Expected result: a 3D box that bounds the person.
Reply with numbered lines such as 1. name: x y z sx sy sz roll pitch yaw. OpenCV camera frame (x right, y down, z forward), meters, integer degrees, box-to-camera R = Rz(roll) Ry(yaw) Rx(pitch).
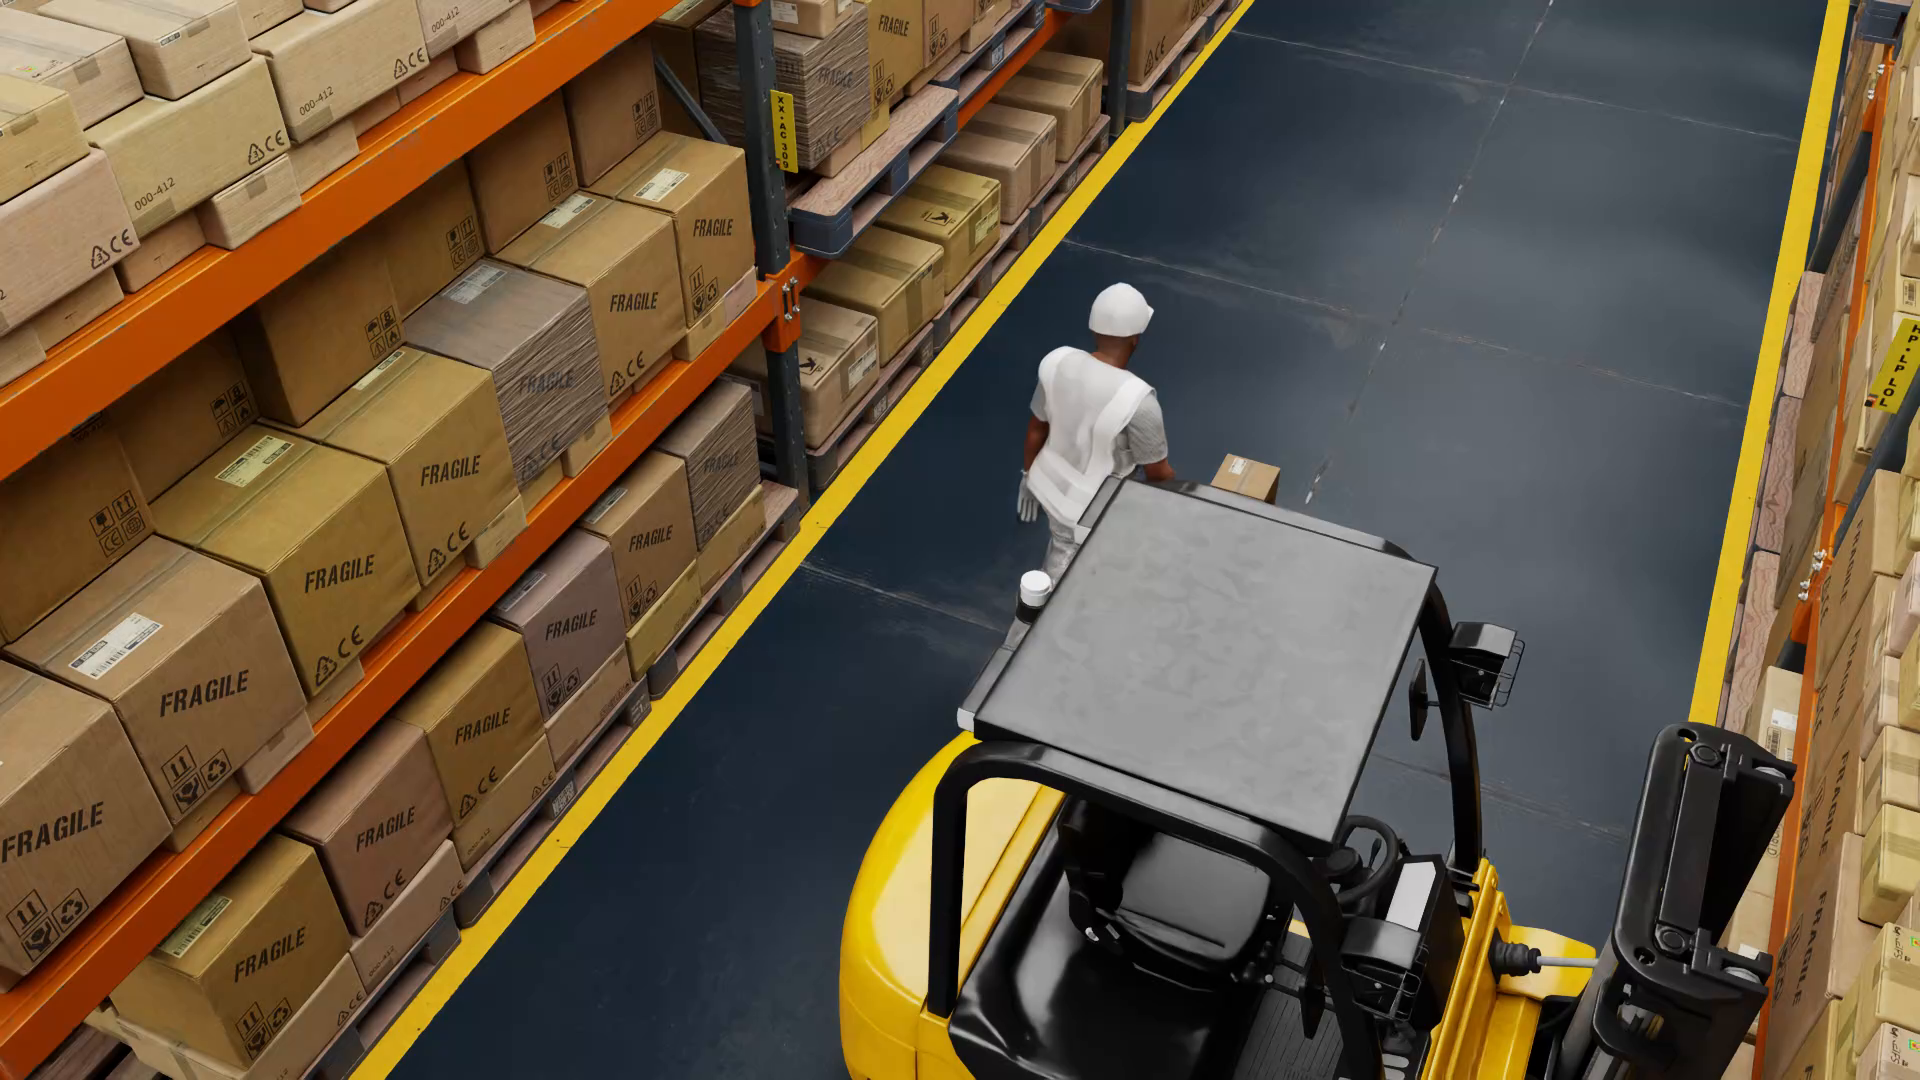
1. person: 0.494 -0.170 6.358 1.003 1.721 0.556 -20 45 -21
